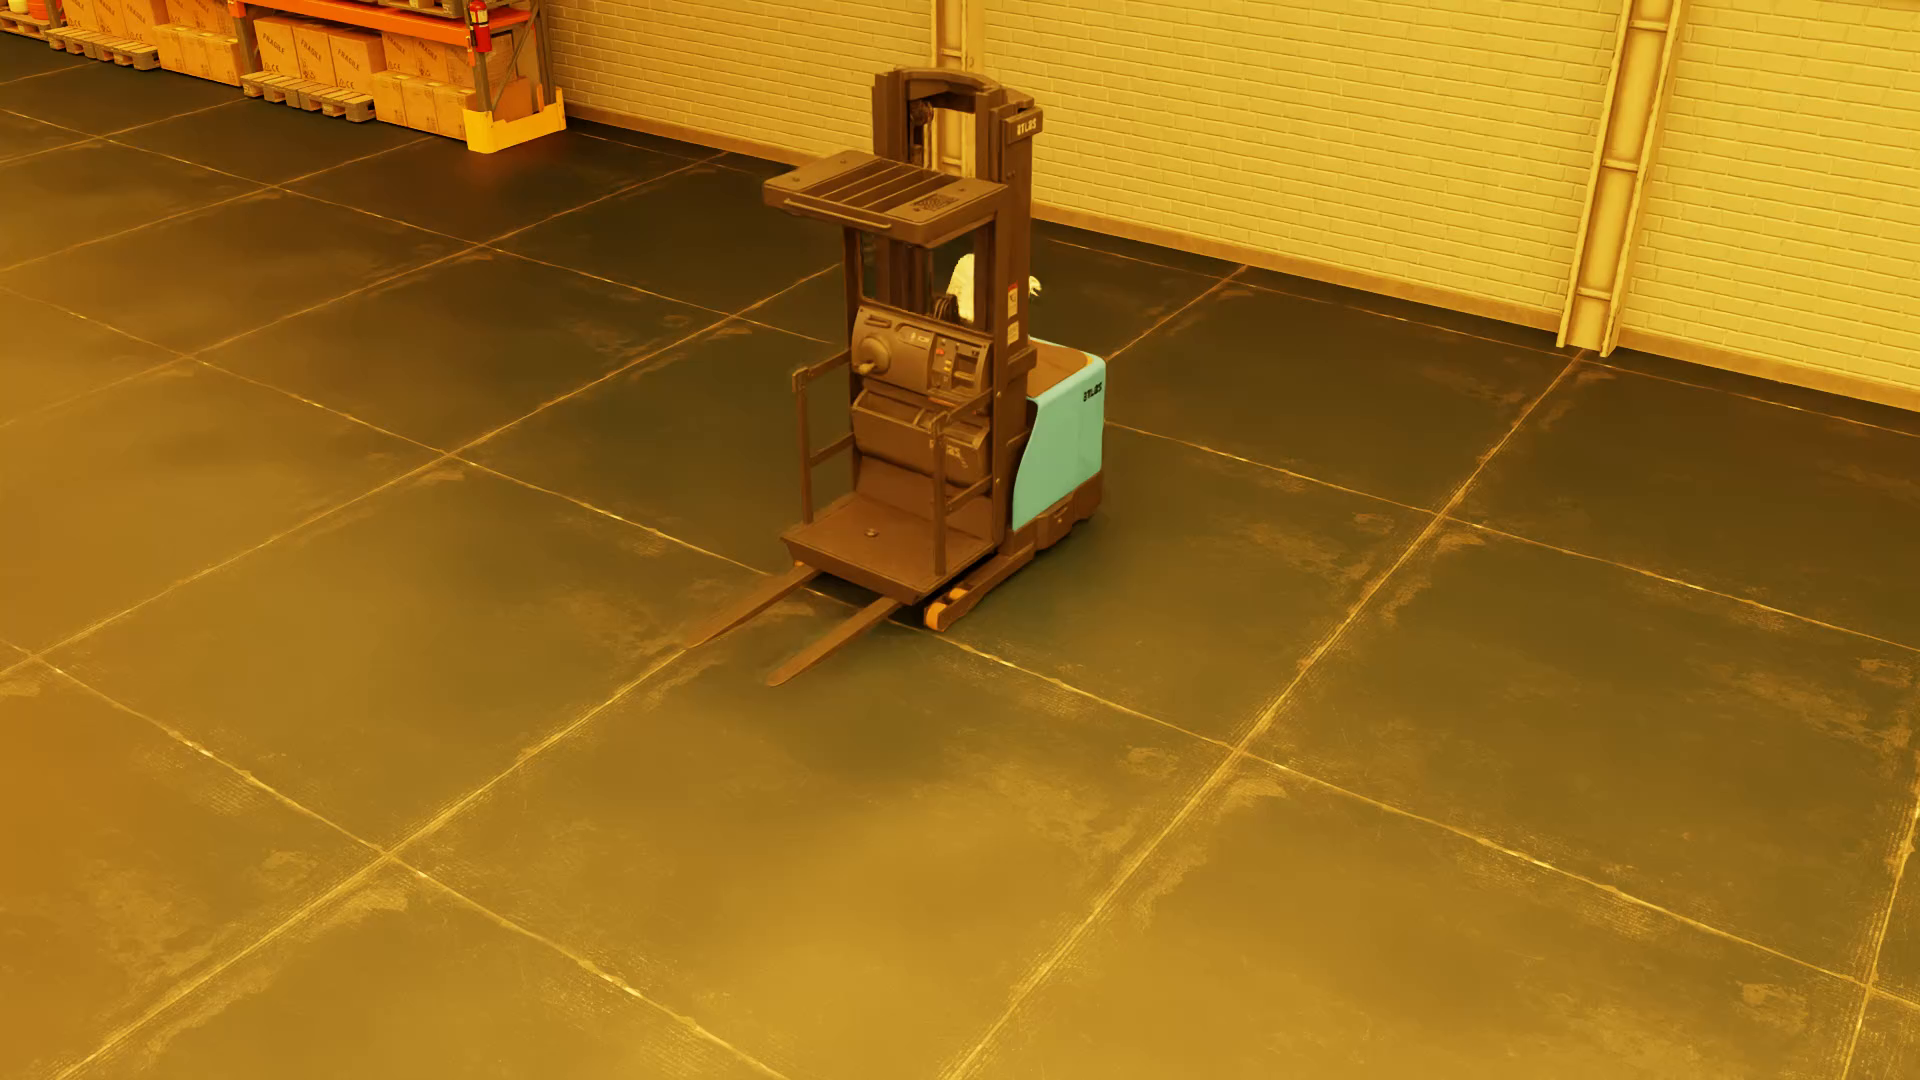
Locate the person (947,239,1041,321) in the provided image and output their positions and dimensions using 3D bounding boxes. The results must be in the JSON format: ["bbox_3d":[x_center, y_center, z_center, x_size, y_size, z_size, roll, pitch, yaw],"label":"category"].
[{"bbox_3d":[0.307,-1.541,11.778,1.047,1.424,0.760,-24,38,-35],"label":"person"}]

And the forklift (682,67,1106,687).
[{"bbox_3d":[-0.356,-1.018,9.334,1.130,2.935,3.031,20,36,31],"label":"forklift"}]
